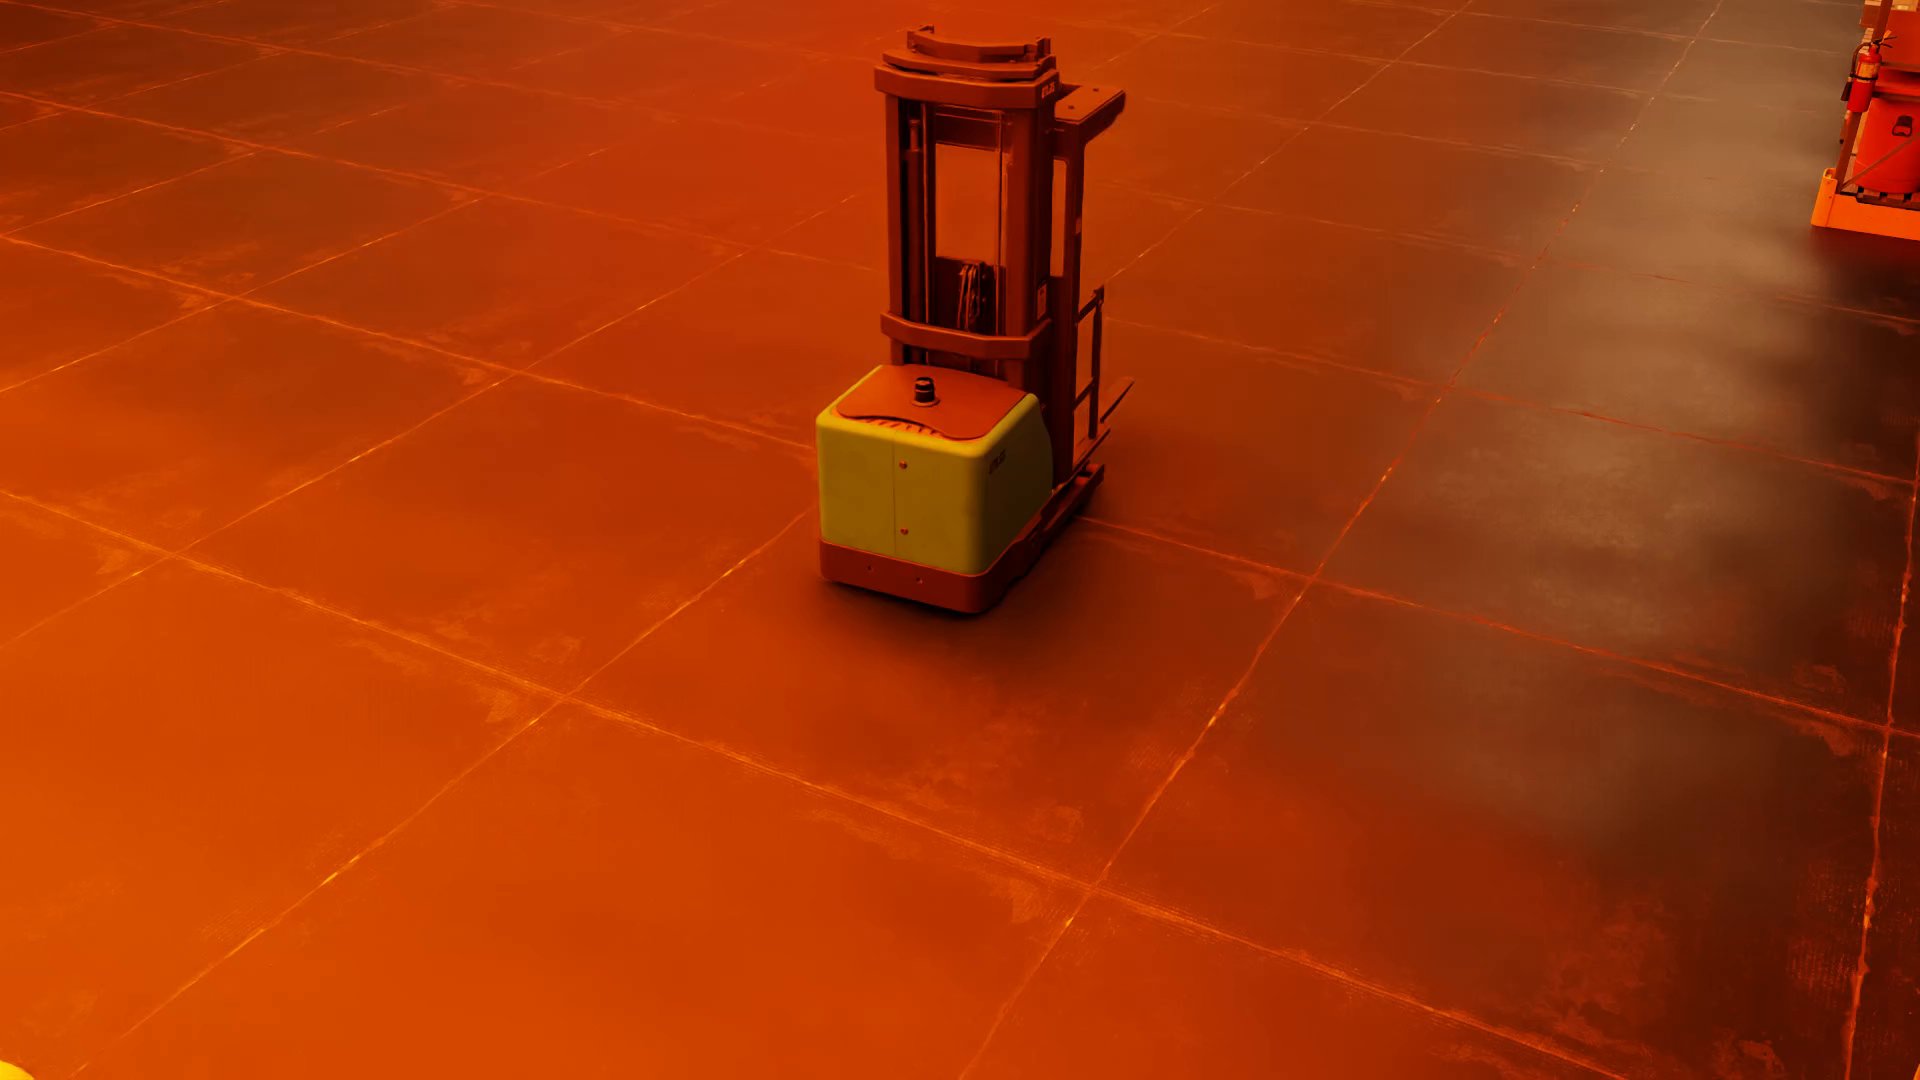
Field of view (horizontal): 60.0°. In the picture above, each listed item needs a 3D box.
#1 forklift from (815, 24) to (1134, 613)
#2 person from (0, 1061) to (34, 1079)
[{"bbox_3d":[0.269,-1.582,9.812,1.130,2.935,3.031,13,32,21],"label":"forklift"},{"bbox_3d":[-2.510,2.156,4.552,1.016,1.803,0.610,12,32,20],"label":"person"}]
